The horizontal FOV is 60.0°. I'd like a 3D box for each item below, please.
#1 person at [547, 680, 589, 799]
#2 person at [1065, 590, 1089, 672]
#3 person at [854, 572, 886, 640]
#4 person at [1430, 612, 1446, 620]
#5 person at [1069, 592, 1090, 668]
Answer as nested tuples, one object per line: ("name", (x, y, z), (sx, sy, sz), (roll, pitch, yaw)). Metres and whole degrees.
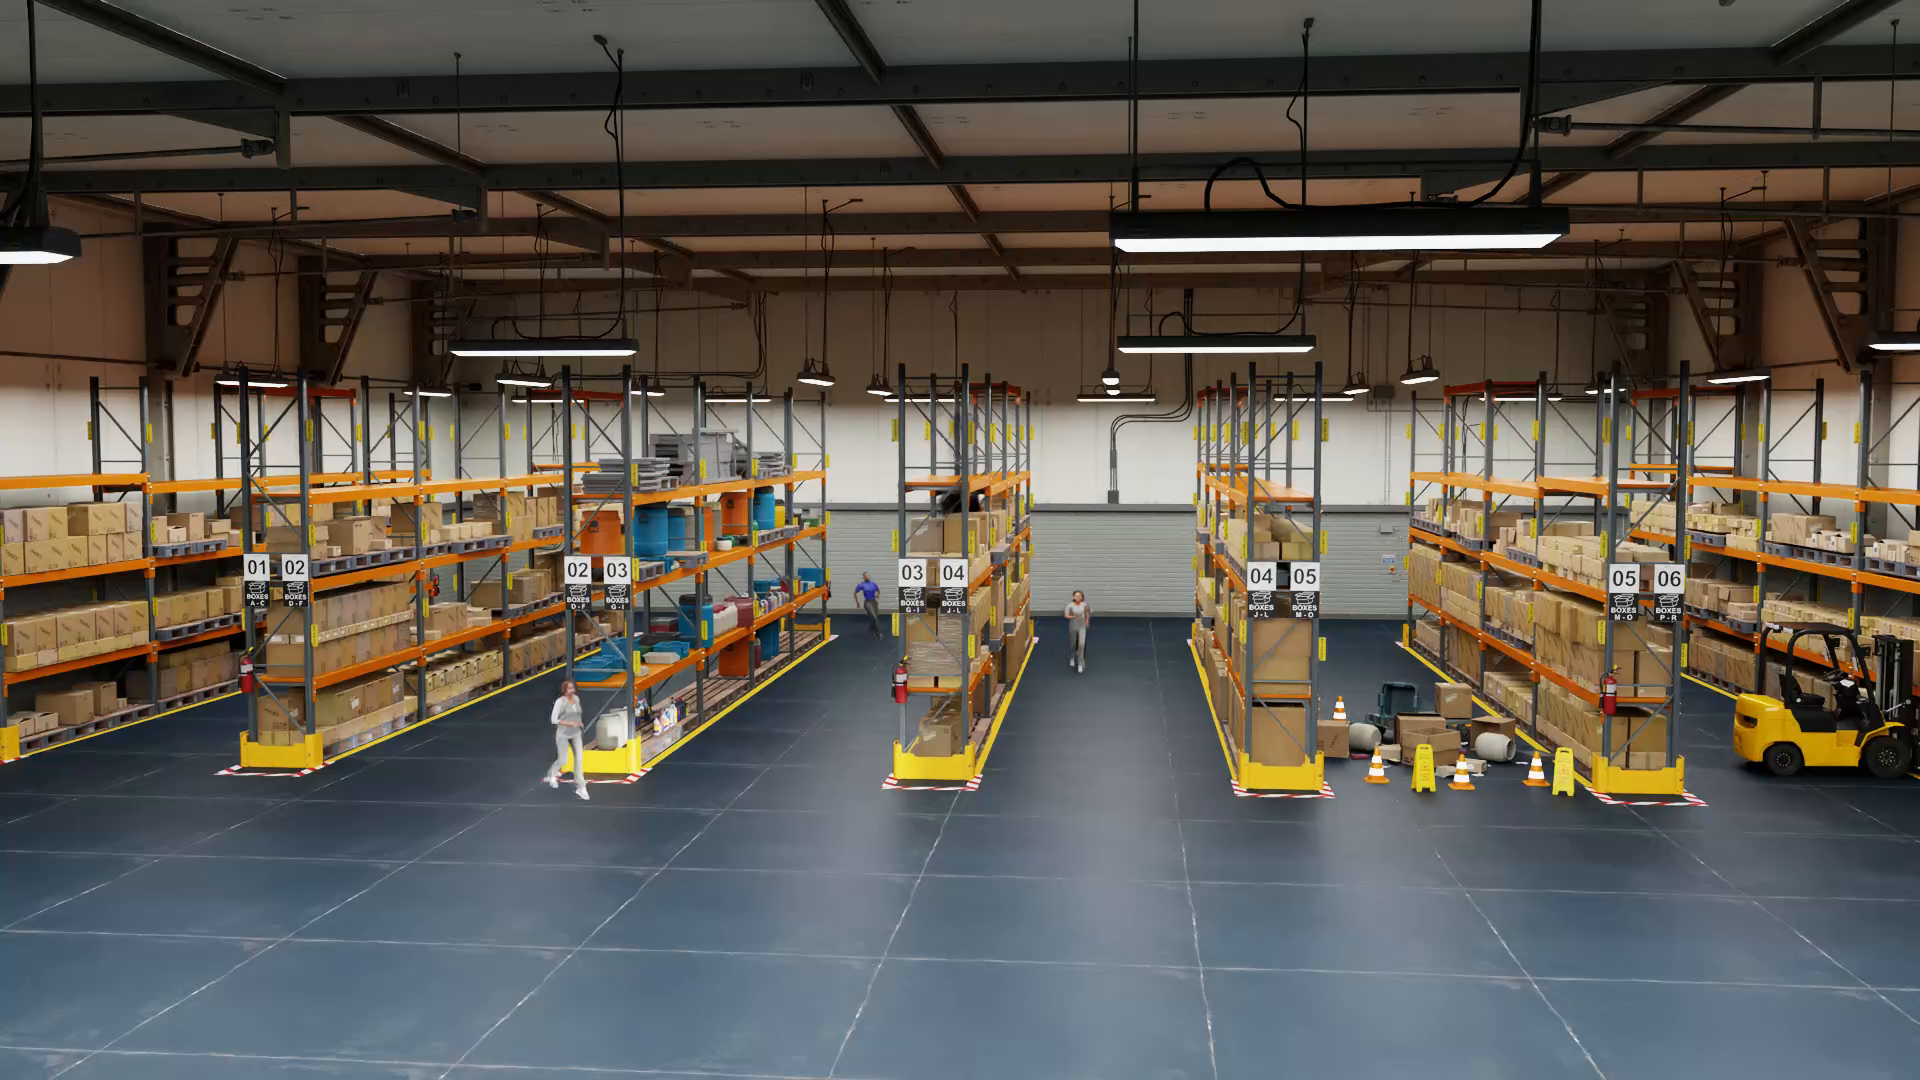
("person", (-5.408, 2.733, 22.924), (0.857, 1.591, 0.559), (3, 5, 43))
("person", (2.461, 1.891, 35.043), (0.552, 1.677, 0.948), (0, 4, -5))
("person", (-2.148, 1.583, 40.372), (0.619, 1.616, 0.878), (-3, 5, -37))
("person", (11.625, 1.570, 40.171), (0.517, 1.715, 0.718), (3, 5, 43))
("person", (2.558, 1.910, 35.901), (0.510, 1.601, 1.031), (0, 4, 5))
